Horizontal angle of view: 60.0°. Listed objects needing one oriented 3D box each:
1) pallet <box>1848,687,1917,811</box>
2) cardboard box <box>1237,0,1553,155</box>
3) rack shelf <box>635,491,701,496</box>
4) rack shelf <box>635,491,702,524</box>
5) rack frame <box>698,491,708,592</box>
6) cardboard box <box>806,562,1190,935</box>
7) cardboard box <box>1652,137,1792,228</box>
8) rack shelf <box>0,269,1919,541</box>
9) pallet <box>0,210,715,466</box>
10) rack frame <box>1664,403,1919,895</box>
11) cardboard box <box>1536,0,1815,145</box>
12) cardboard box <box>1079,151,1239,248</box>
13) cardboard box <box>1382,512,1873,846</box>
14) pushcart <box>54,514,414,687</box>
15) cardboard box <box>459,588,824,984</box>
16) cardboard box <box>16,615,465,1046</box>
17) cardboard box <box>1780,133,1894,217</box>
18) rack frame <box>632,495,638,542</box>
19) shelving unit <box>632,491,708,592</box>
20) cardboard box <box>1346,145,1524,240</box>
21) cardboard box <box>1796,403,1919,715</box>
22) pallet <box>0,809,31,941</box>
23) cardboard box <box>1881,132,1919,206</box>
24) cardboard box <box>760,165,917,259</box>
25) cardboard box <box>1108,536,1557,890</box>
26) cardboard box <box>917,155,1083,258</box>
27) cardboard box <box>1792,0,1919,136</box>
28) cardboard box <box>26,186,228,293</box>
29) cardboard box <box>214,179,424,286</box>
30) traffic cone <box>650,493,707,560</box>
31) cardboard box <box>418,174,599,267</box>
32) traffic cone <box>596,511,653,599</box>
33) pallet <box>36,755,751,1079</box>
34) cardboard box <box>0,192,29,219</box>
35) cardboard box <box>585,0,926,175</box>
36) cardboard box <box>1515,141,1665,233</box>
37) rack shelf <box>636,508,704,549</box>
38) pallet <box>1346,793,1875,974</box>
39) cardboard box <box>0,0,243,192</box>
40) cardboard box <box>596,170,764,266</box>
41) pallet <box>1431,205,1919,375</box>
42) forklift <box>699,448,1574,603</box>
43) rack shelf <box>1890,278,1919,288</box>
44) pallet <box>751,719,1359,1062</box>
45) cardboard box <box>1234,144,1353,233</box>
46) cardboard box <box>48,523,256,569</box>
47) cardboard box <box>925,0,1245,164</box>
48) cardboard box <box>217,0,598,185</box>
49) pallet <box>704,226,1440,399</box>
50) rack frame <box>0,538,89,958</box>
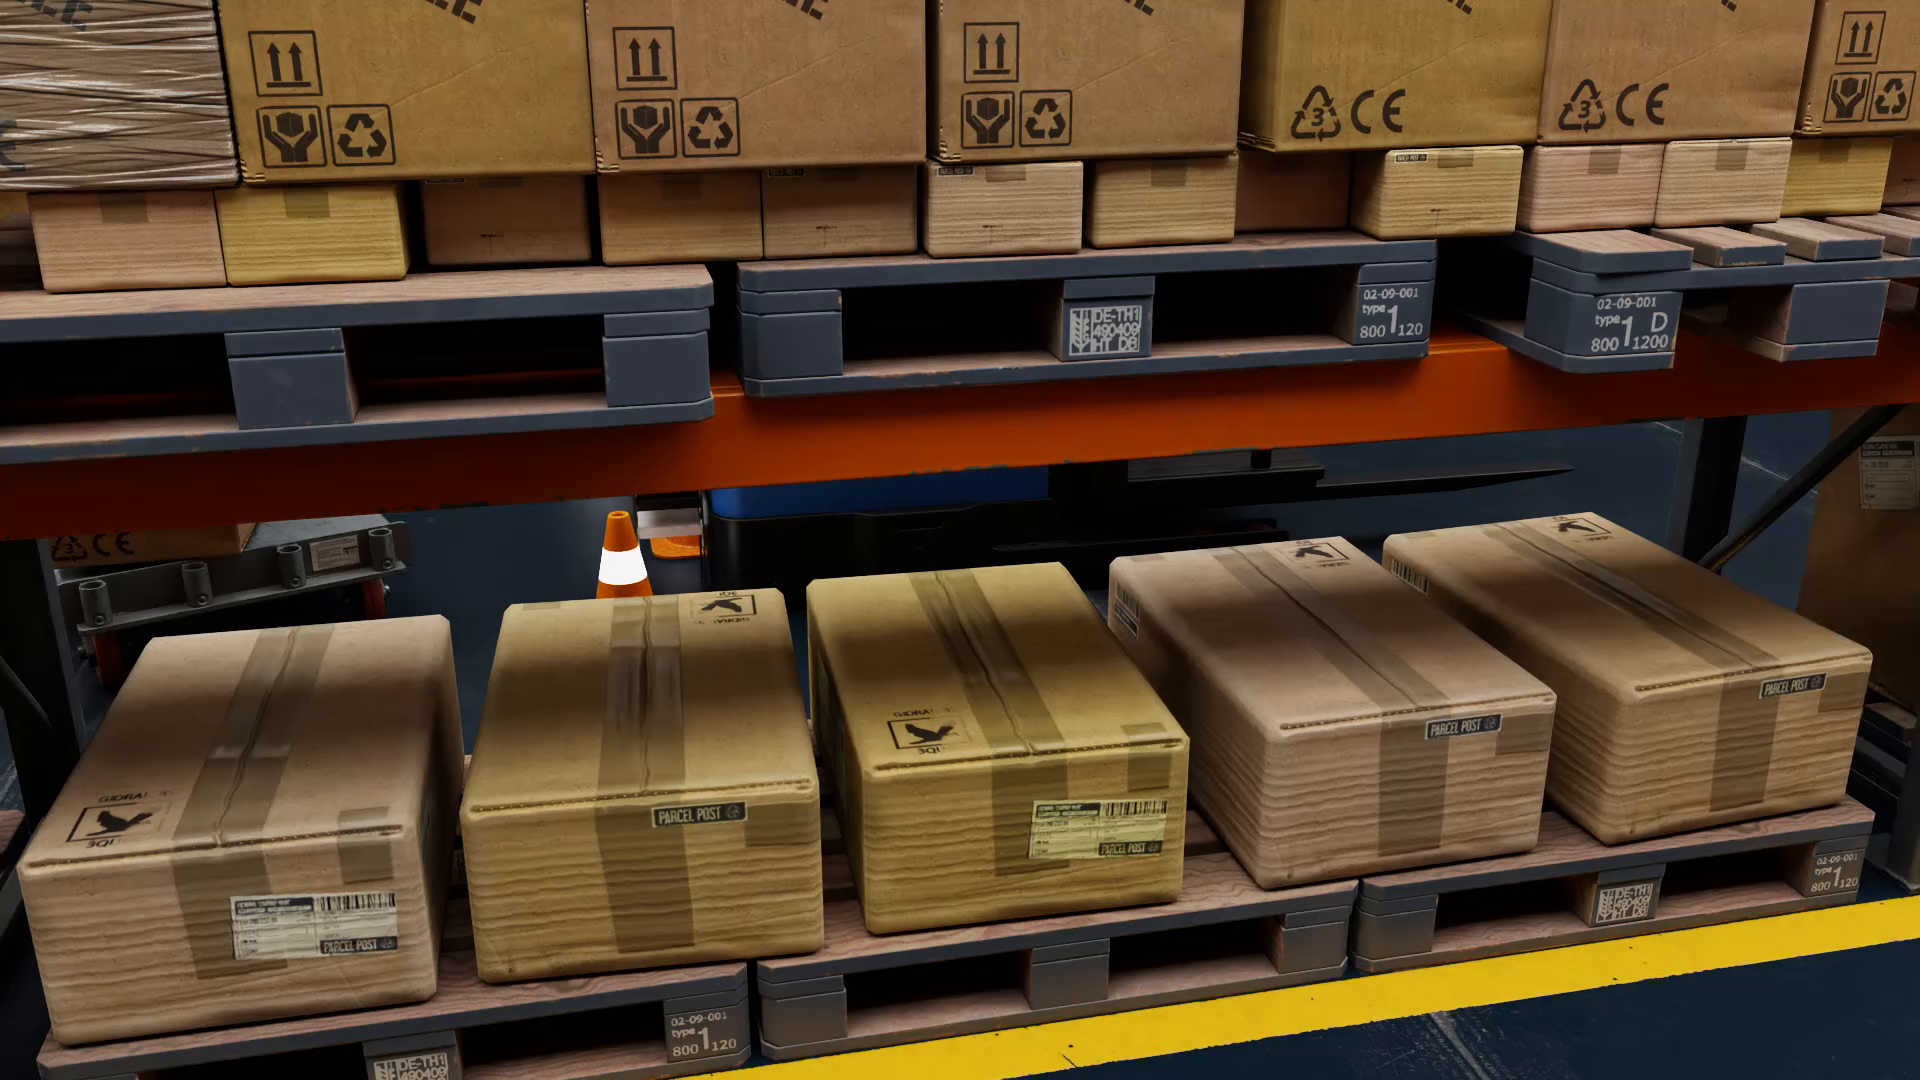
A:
[{"bbox_3d":[2.831,0.476,4.208,1.213,0.211,1.003,-5,21,-12],"label":"pallet"},{"bbox_3d":[0.676,-0.966,2.902,0.500,0.500,0.500,-6,21,-16],"label":"cardboard box"},{"bbox_3d":[-0.922,-0.218,5.200,0.200,0.077,0.258,-4,21,-12],"label":"rack shelf"},{"bbox_3d":[-0.922,-0.134,5.231,0.200,0.077,0.258,-4,21,-12],"label":"rack shelf"},{"bbox_3d":[-0.823,-0.257,5.209,0.006,0.900,0.240,-4,21,-12],"label":"rack frame"},{"bbox_3d":[0.038,0.401,3.568,0.625,0.372,0.950,-4,20,-11],"label":"cardboard box"},{"bbox_3d":[1.302,-0.690,3.092,0.250,0.149,0.380,-5,21,-13],"label":"cardboard box"},{"bbox_3d":[0.100,-0.300,3.318,4.000,0.370,1.077,-5,21,-12],"label":"rack shelf"},{"bbox_3d":[-1.069,-0.401,2.828,1.213,0.211,1.003,-5,21,-12],"label":"pallet"},{"bbox_3d":[2.046,-0.796,3.627,0.127,3.000,1.000,-5,21,-12],"label":"rack frame"},{"bbox_3d":[1.167,-1.006,3.012,0.500,0.500,0.500,-5,21,-13],"label":"cardboard box"},{"bbox_3d":[0.292,-0.621,2.905,0.250,0.149,0.380,-5,21,-14],"label":"cardboard box"},{"bbox_3d":[1.494,0.282,3.893,0.625,0.372,0.950,-6,21,-16],"label":"cardboard box"},{"bbox_3d":[-2.420,-0.007,5.286,0.936,0.377,1.648,-13,24,-31],"label":"pushcart"},{"bbox_3d":[-0.638,0.457,3.416,0.625,0.372,0.950,-3,20,-9],"label":"cardboard box"},{"bbox_3d":[-1.337,0.515,3.258,0.625,0.372,0.950,-4,21,-12],"label":"cardboard box"},{"bbox_3d":[1.537,-0.725,3.188,0.250,0.149,0.380,-4,21,-12],"label":"cardboard box"},{"bbox_3d":[-1.021,-0.242,5.168,0.006,0.900,0.240,-4,21,-12],"label":"rack frame"},{"bbox_3d":[-0.922,-0.250,5.188,0.210,0.900,0.258,-4,21,-12],"label":"shelving unit"},{"bbox_3d":[0.791,-0.646,2.973,0.250,0.149,0.380,-4,21,-12],"label":"cardboard box"},{"bbox_3d":[2.737,-0.022,3.993,0.875,0.875,0.875,-5,21,-13],"label":"cardboard box"},{"bbox_3d":[-2.492,0.895,3.065,1.213,0.211,1.003,-5,21,-12],"label":"pallet"},{"bbox_3d":[1.781,-0.770,3.312,0.250,0.149,0.380,-4,20,-10],"label":"cardboard box"},{"bbox_3d":[-0.232,-0.587,2.810,0.250,0.149,0.380,-4,21,-12],"label":"cardboard box"},{"bbox_3d":[0.778,0.343,3.727,0.625,0.372,0.950,-5,21,-14],"label":"cardboard box"},{"bbox_3d":[0.039,-0.590,2.820,0.250,0.149,0.380,-4,20,-10],"label":"cardboard box"},{"bbox_3d":[1.668,-1.051,3.134,0.500,0.500,0.500,-5,21,-14],"label":"cardboard box"},{"bbox_3d":[-1.236,-0.497,2.564,0.250,0.149,0.380,-4,21,-12],"label":"cardboard box"},{"bbox_3d":[-0.991,-0.513,2.610,0.250,0.149,0.380,-4,21,-11],"label":"cardboard box"},{"bbox_3d":[-0.910,-0.213,5.722,0.334,0.463,0.336,-5,21,-12],"label":"traffic cone"},{"bbox_3d":[-0.733,-0.561,2.741,0.250,0.149,0.380,-3,20,-9],"label":"cardboard box"},{"bbox_3d":[-0.962,0.145,4.746,0.334,0.463,0.336,-5,21,-12],"label":"traffic cone"},{"bbox_3d":[-1.089,0.768,3.412,1.213,0.211,1.003,-5,21,-12],"label":"pallet"},{"bbox_3d":[-3.712,-1.301,7.485,0.875,0.875,0.875,-4,21,-12],"label":"cardboard box"},{"bbox_3d":[-0.353,-0.879,2.664,0.500,0.500,0.500,-5,21,-13],"label":"cardboard box"},{"bbox_3d":[1.055,-0.673,3.045,0.250,0.149,0.380,-6,21,-15],"label":"cardboard box"},{"bbox_3d":[-0.922,-0.049,5.262,0.200,0.077,0.258,-4,21,-12],"label":"rack shelf"},{"bbox_3d":[1.285,0.575,3.939,1.213,0.211,1.003,-5,21,-12],"label":"pallet"},{"bbox_3d":[-1.324,-0.804,2.461,0.500,0.500,0.500,-4,21,-11],"label":"cardboard box"},{"bbox_3d":[-0.473,-0.568,2.758,0.250,0.149,0.380,-4,21,-12],"label":"cardboard box"},{"bbox_3d":[1.377,-0.614,3.408,1.003,0.211,1.213,-5,21,-12],"label":"pallet"},{"bbox_3d":[0.616,-1.422,5.435,3.031,2.935,1.130,-4,21,-11],"label":"forklift"},{"bbox_3d":[3.992,-0.616,4.182,4.000,0.370,1.077,-5,21,-12],"label":"rack shelf"},{"bbox_3d":[0.100,0.670,3.678,1.213,0.211,1.003,-5,21,-12],"label":"pallet"},{"bbox_3d":[0.517,-0.669,3.034,0.250,0.149,0.380,-4,21,-12],"label":"cardboard box"},{"bbox_3d":[-2.285,-0.255,4.682,0.500,0.500,0.500,-5,21,-12],"label":"cardboard box"},{"bbox_3d":[0.145,-0.923,2.785,0.500,0.500,0.500,-6,21,-15],"label":"cardboard box"},{"bbox_3d":[-0.837,-0.844,2.570,0.500,0.500,0.500,-5,21,-12],"label":"cardboard box"},{"bbox_3d":[0.129,-0.536,3.194,1.213,0.211,1.003,-5,21,-12],"label":"pallet"},{"bbox_3d":[-1.847,-0.479,2.762,0.127,3.000,1.000,-5,21,-12],"label":"rack frame"}]
